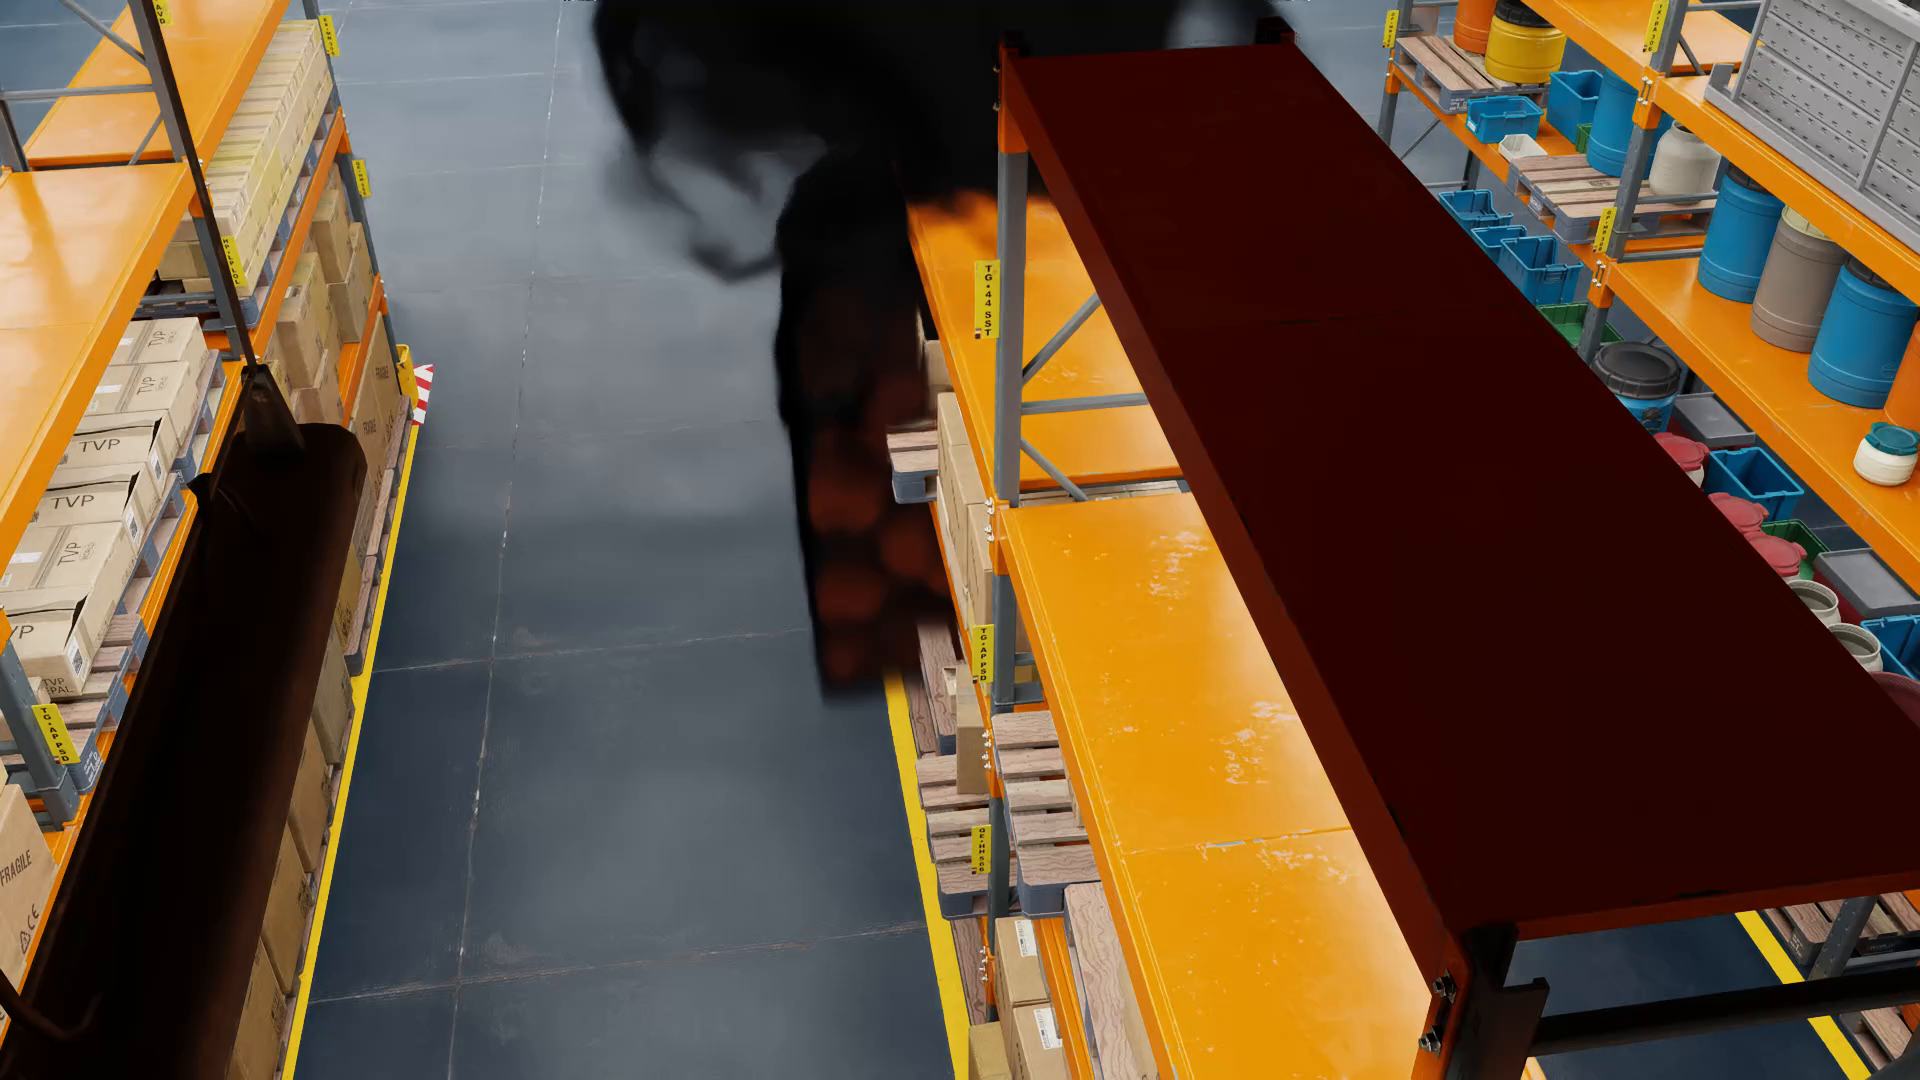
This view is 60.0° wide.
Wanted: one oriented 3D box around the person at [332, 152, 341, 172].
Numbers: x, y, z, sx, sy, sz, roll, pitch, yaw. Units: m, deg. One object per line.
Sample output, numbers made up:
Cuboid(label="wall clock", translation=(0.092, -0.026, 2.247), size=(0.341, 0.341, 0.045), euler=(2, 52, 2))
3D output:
Cuboid(label="person", translation=(-6.438, -3.408, 16.647), size=(0.796, 1.737, 0.695), euler=(27, 44, 32))
